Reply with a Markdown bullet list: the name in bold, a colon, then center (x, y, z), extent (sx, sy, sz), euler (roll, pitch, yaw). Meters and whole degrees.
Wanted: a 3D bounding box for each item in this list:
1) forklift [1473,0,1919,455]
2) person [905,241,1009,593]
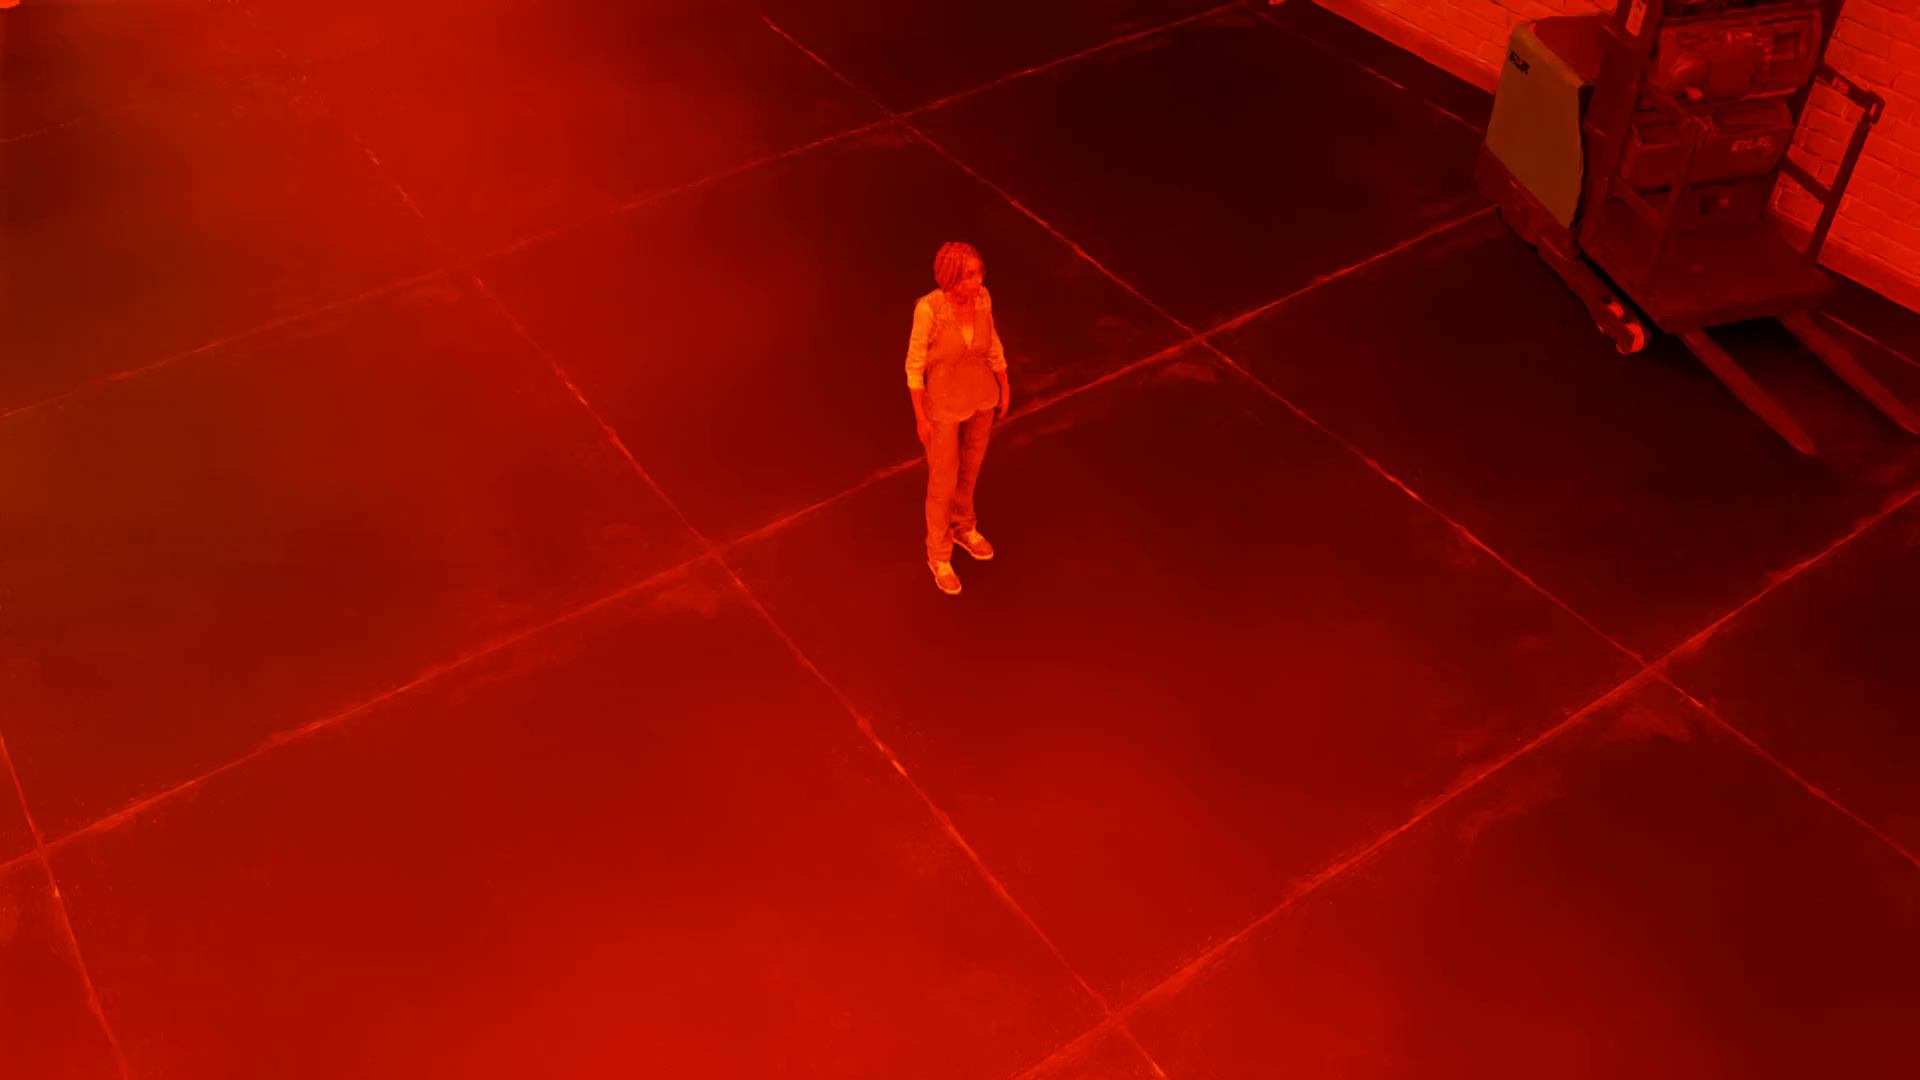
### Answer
- **forklift**: center (4.011, -2.375, 8.293), extent (1.130, 2.935, 3.031), euler (-10, 44, -11)
- **person**: center (0.031, -0.546, 7.282), extent (0.521, 1.597, 0.474), euler (-25, 48, -25)
